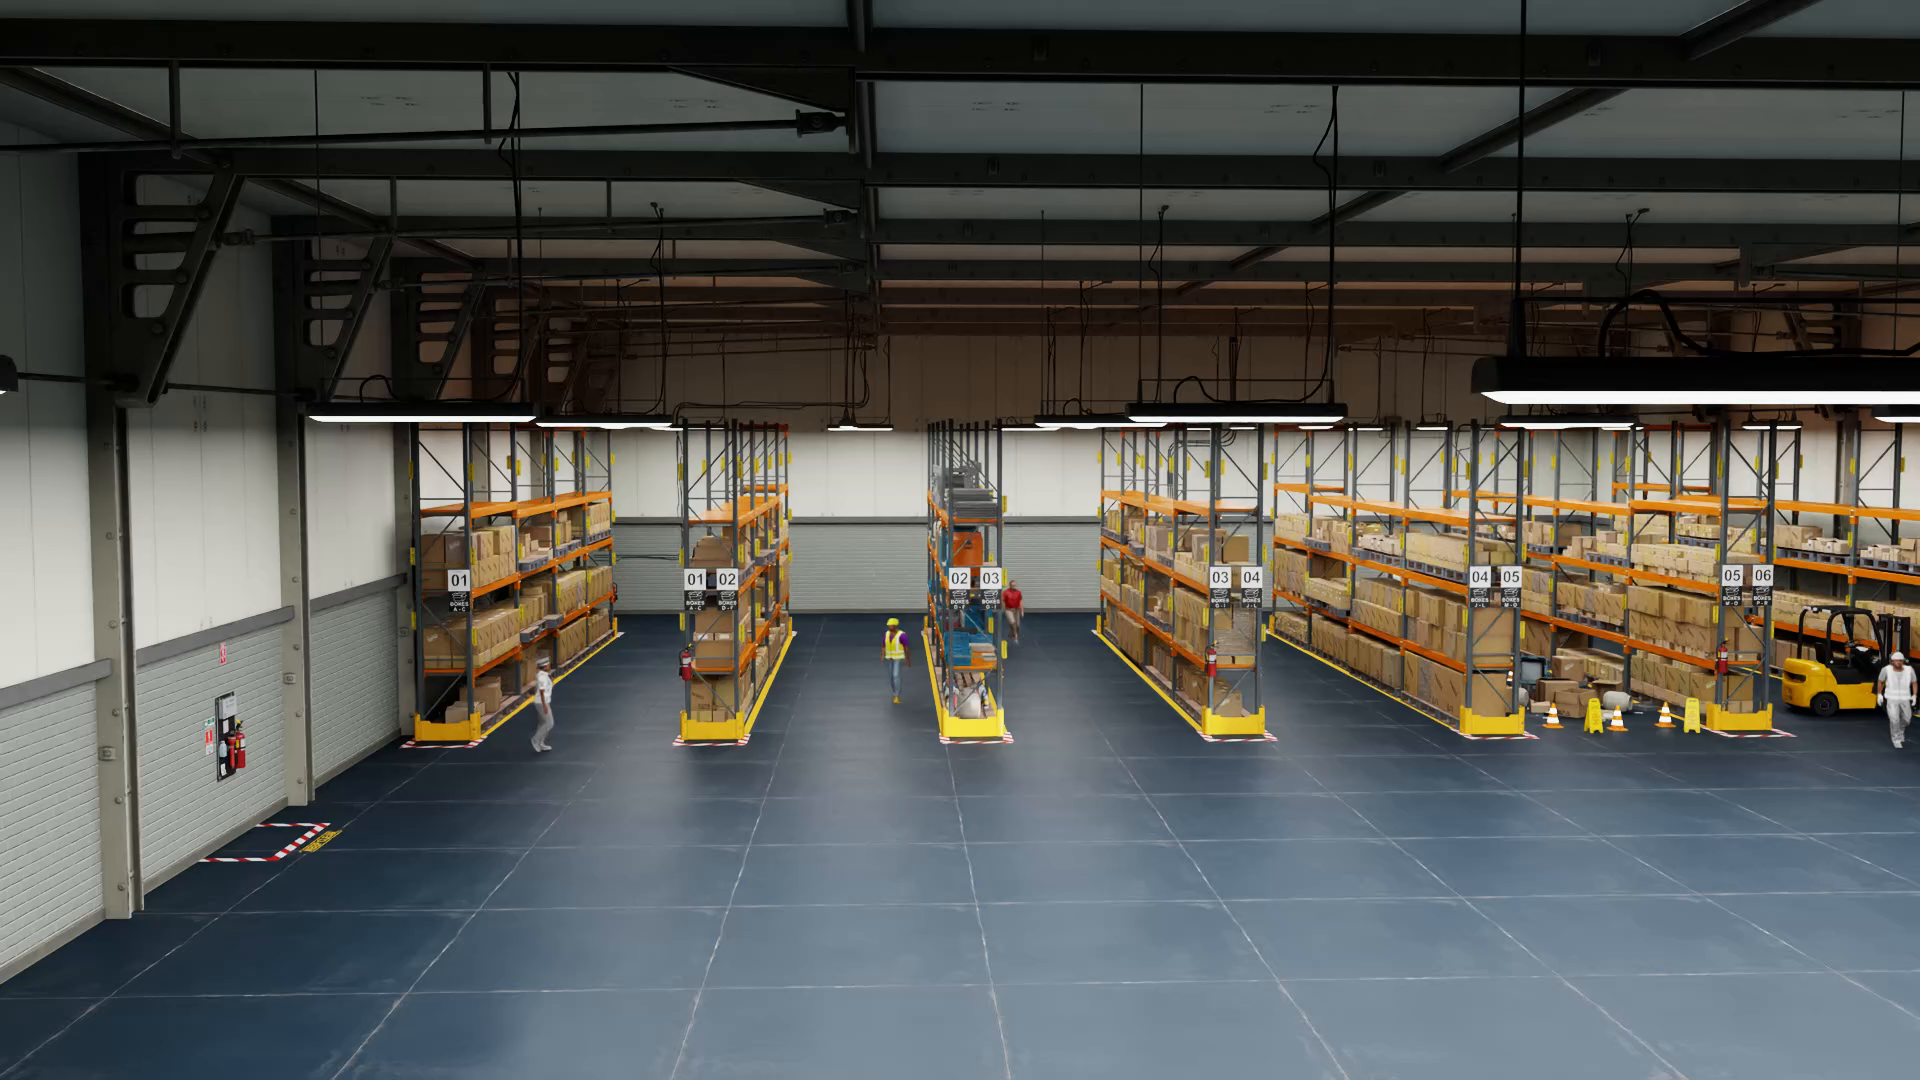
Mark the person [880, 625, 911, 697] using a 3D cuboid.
[{"bbox_3d":[-1.415,2.545,35.610,0.625,1.656,0.568,2,4,33],"label":"person"}]

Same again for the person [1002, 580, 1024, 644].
[{"bbox_3d":[1.403,1.863,43.568,0.609,1.616,0.963,-2,4,-26],"label":"person"}]

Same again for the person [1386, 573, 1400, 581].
[{"bbox_3d":[13.151,1.593,50.639,0.522,1.800,0.593,-1,4,-22],"label":"person"}]

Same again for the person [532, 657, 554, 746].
[{"bbox_3d":[-7.489,2.915,29.913,0.393,1.611,0.471,0,4,-7],"label":"person"}]

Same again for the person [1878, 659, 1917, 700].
[{"bbox_3d":[17.124,2.564,30.336,0.615,0.999,0.423,1,4,17],"label":"person"}]
